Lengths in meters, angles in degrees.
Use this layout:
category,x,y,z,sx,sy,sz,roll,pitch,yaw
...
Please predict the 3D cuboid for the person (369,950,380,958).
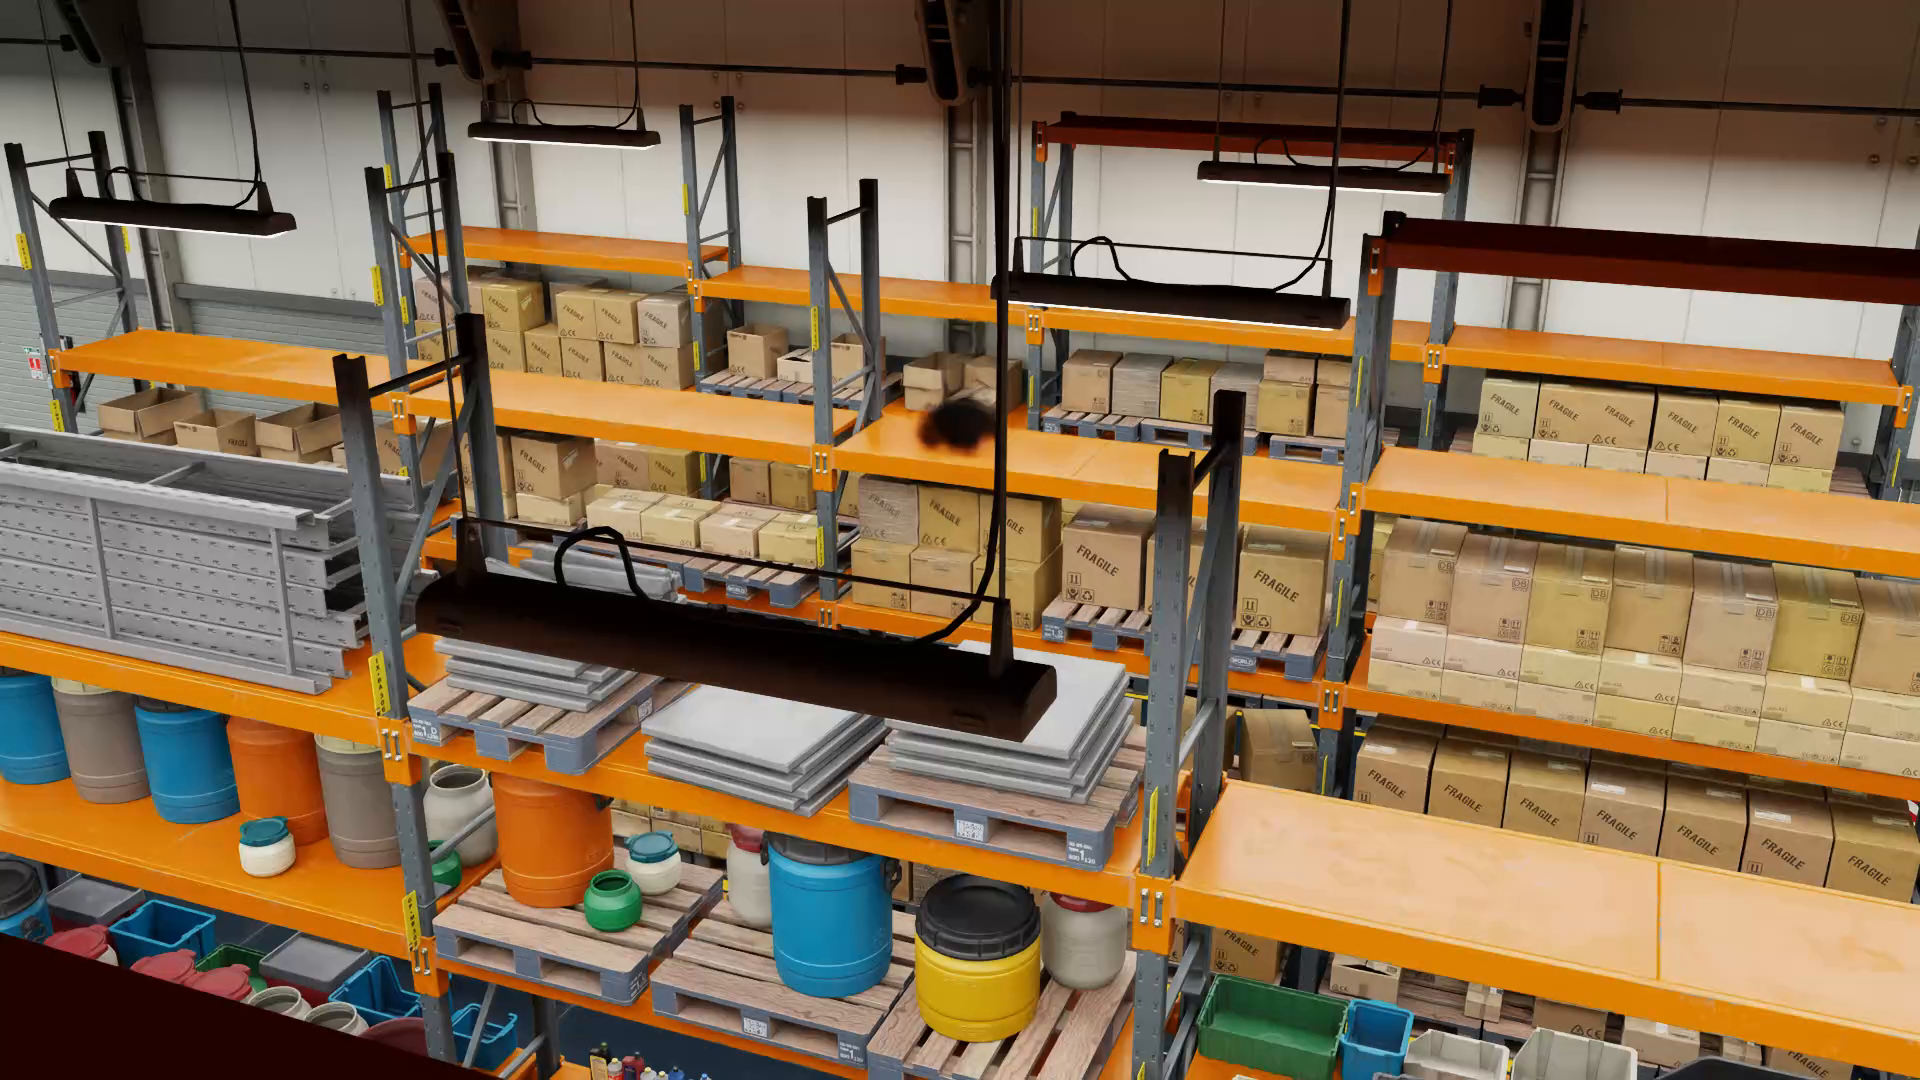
category,x,y,z,sx,sy,sz,roll,pitch,yaw
person,-4.571,2.715,13.140,1.071,1.516,0.598,13,24,31
